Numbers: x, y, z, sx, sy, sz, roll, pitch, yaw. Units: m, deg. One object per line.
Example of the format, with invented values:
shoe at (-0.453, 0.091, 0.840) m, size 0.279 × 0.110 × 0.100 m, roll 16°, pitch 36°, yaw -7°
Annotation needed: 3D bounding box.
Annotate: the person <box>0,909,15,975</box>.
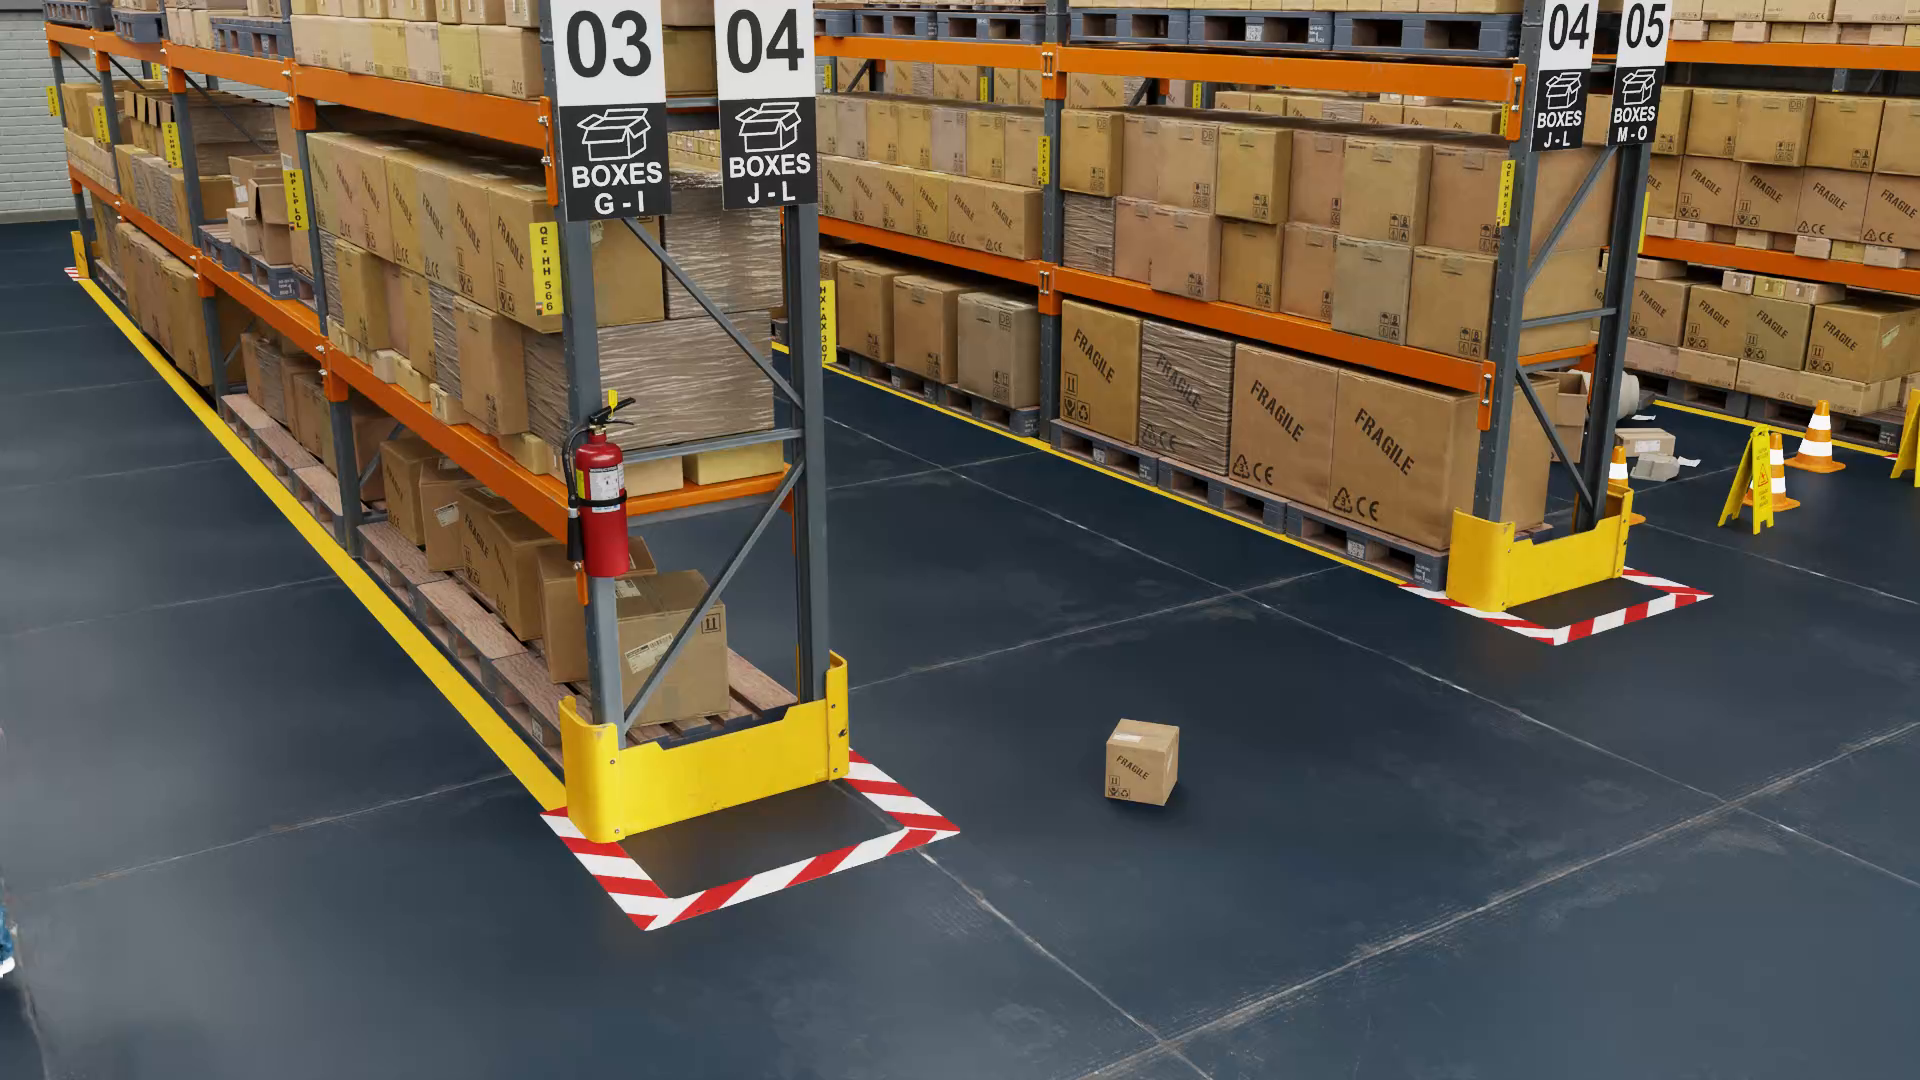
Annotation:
person at (-3.390, 0.734, 5.320) m, size 0.455 × 1.622 × 0.491 m, roll 1°, pitch 18°, yaw 3°
